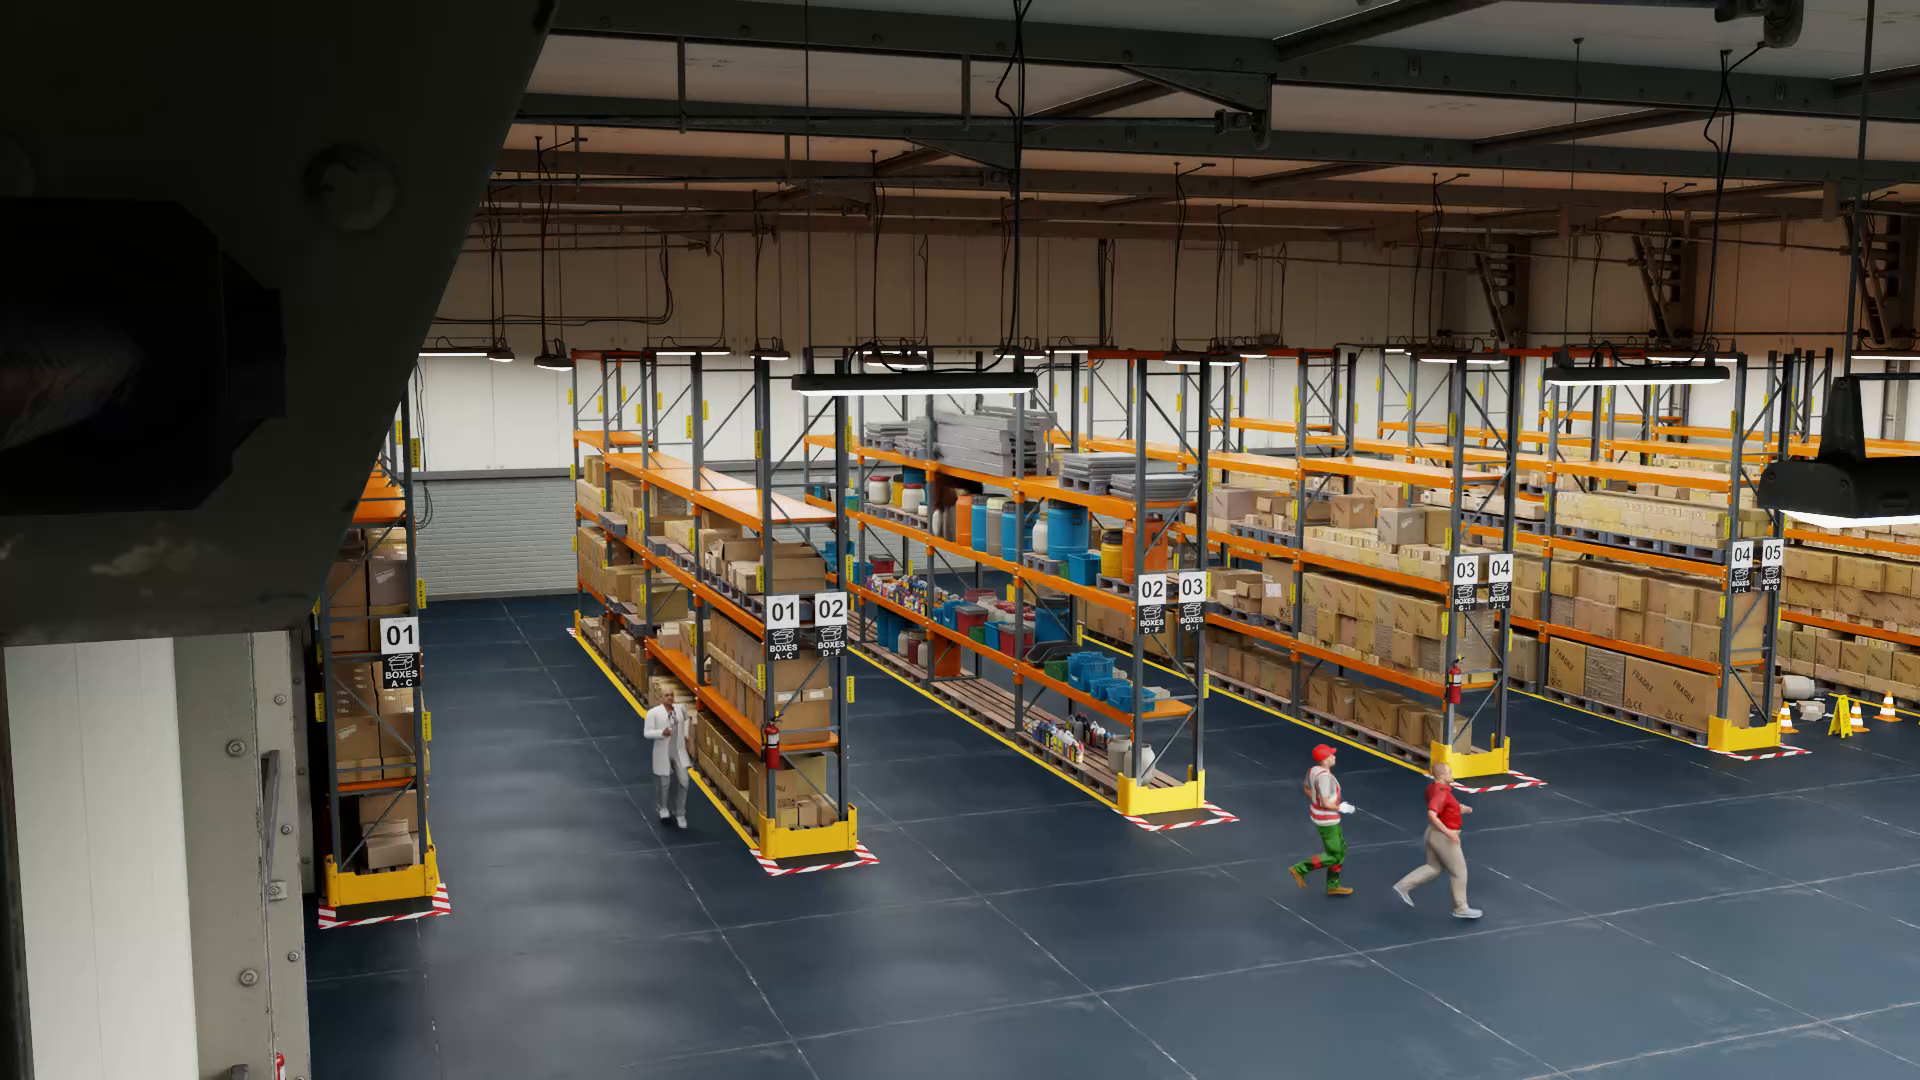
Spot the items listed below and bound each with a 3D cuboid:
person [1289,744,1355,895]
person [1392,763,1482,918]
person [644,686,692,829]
[{"bbox_3d":[4.072,3.148,18.706,0.761,1.745,0.663,0,7,-1],"label":"person"},{"bbox_3d":[5.199,3.242,17.999,0.953,1.700,0.672,0,7,-1],"label":"person"},{"bbox_3d":[-3.734,2.800,21.426,0.685,1.842,0.776,-4,8,-26],"label":"person"}]
